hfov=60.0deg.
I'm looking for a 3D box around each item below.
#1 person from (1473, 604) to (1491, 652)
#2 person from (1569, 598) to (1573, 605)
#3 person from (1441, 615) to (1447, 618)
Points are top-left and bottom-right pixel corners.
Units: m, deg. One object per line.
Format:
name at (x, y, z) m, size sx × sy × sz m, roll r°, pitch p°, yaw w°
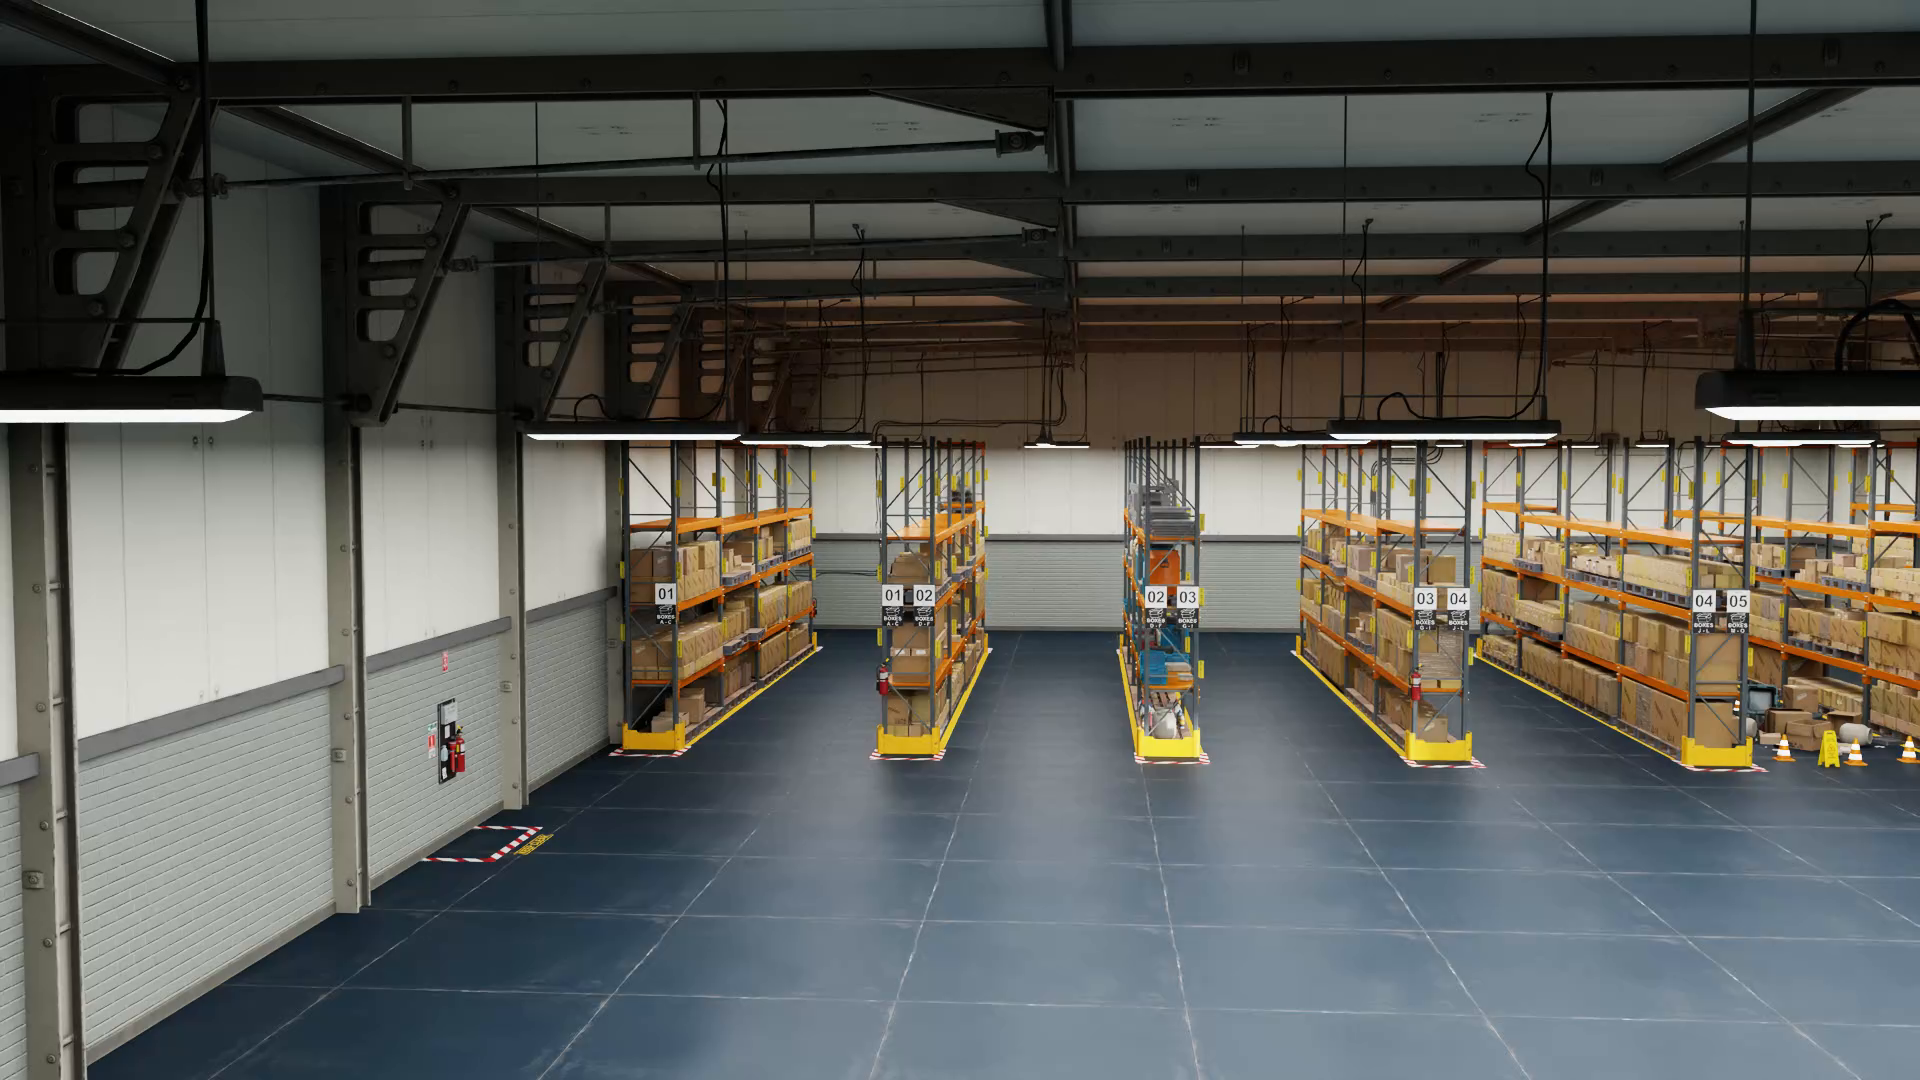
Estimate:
person at (14.906, 2.359, 47.264) m, size 0.827 × 1.602 × 0.547 m, roll 0°, pitch 3°, yaw -3°
person at (16.638, 2.444, 45.507) m, size 0.553 × 1.748 × 0.808 m, roll 0°, pitch 3°, yaw -5°
person at (13.098, 2.502, 44.762) m, size 0.728 × 1.721 × 0.757 m, roll 1°, pitch 3°, yaw 13°
